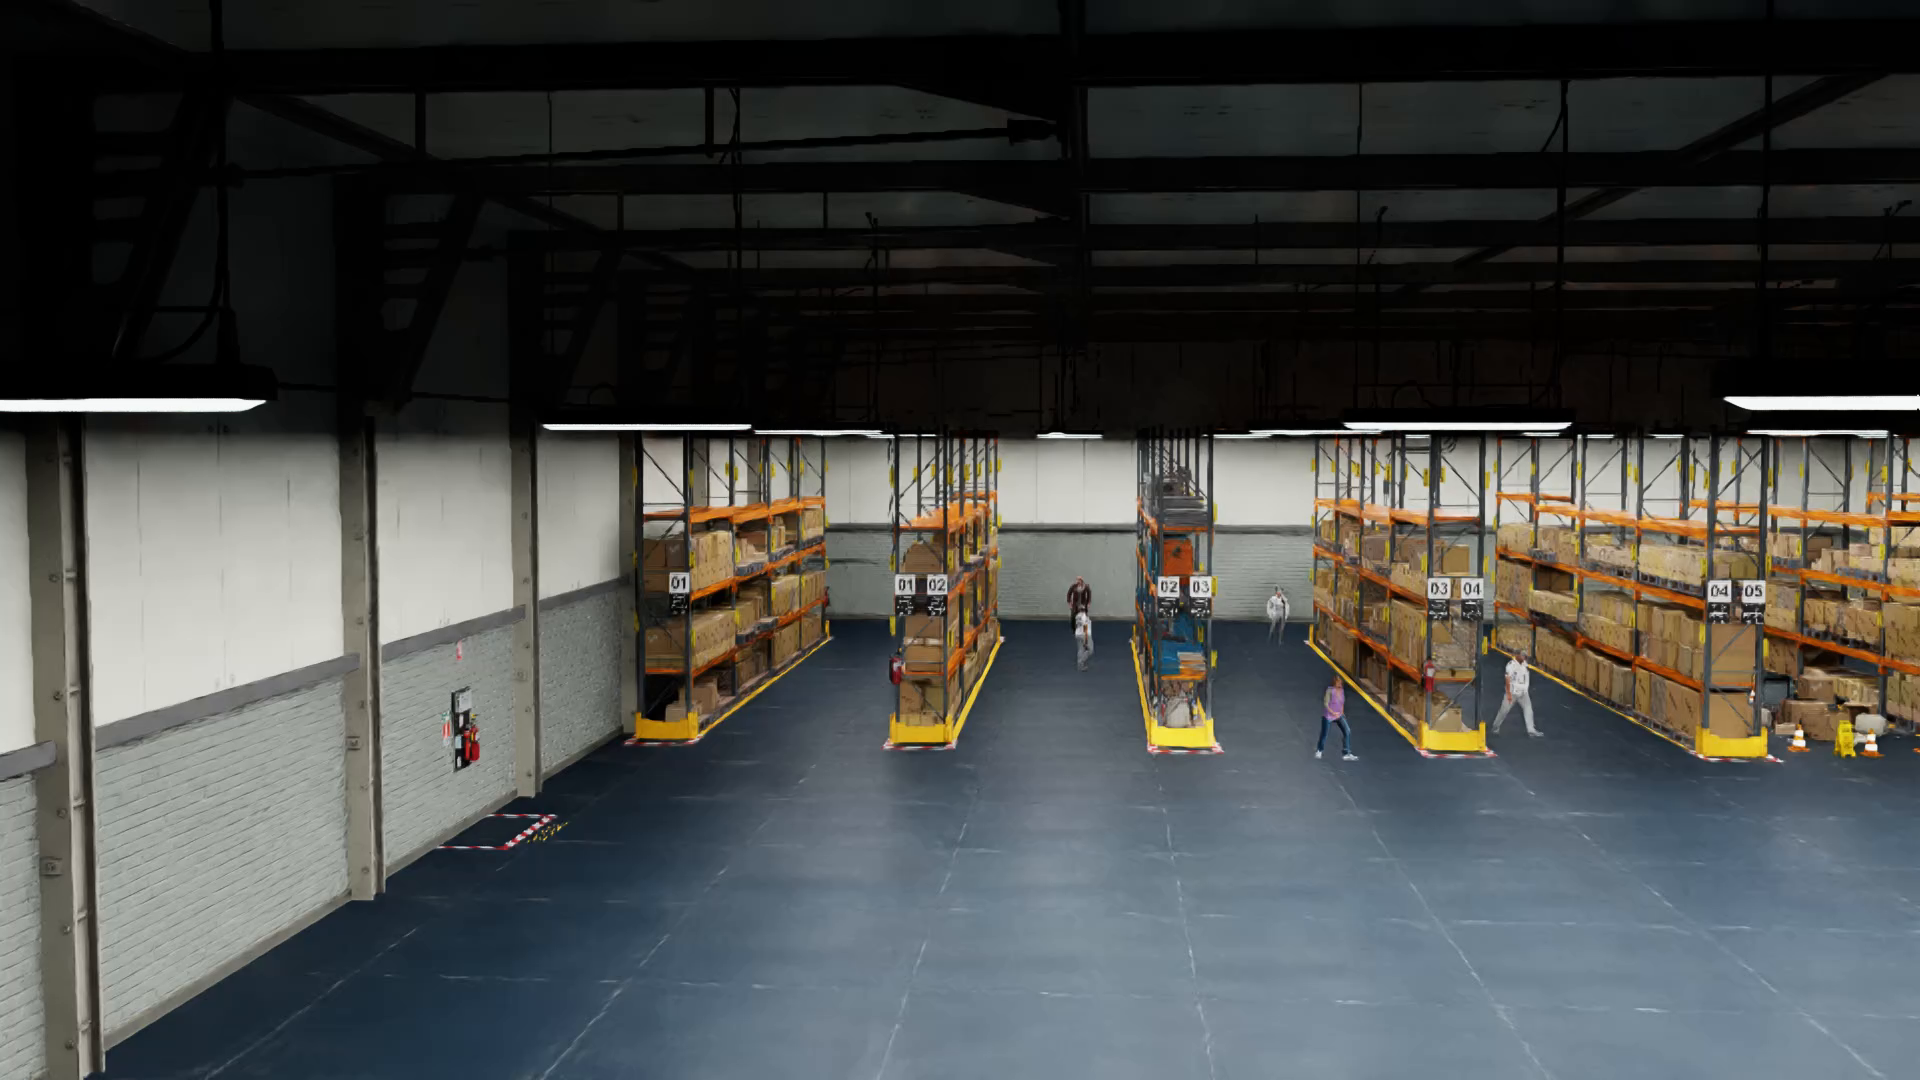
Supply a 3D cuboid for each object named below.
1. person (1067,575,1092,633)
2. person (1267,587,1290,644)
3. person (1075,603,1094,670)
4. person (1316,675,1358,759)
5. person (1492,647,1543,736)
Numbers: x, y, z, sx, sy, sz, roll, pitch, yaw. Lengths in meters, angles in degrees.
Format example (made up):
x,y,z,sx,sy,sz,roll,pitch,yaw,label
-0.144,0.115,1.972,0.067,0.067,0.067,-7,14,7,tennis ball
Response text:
x,y,z,sx,sy,sz,roll,pitch,yaw,label
3.532,1.902,49.277,0.729,1.733,0.546,0,3,3,person
8.943,2.112,46.770,0.639,1.620,0.512,0,3,4,person
3.055,2.412,41.352,0.441,1.655,0.539,-2,4,-25,person
6.712,3.155,29.799,0.573,1.533,0.755,-1,4,-16,person
10.762,2.918,32.174,0.617,1.731,0.953,-1,4,-22,person
